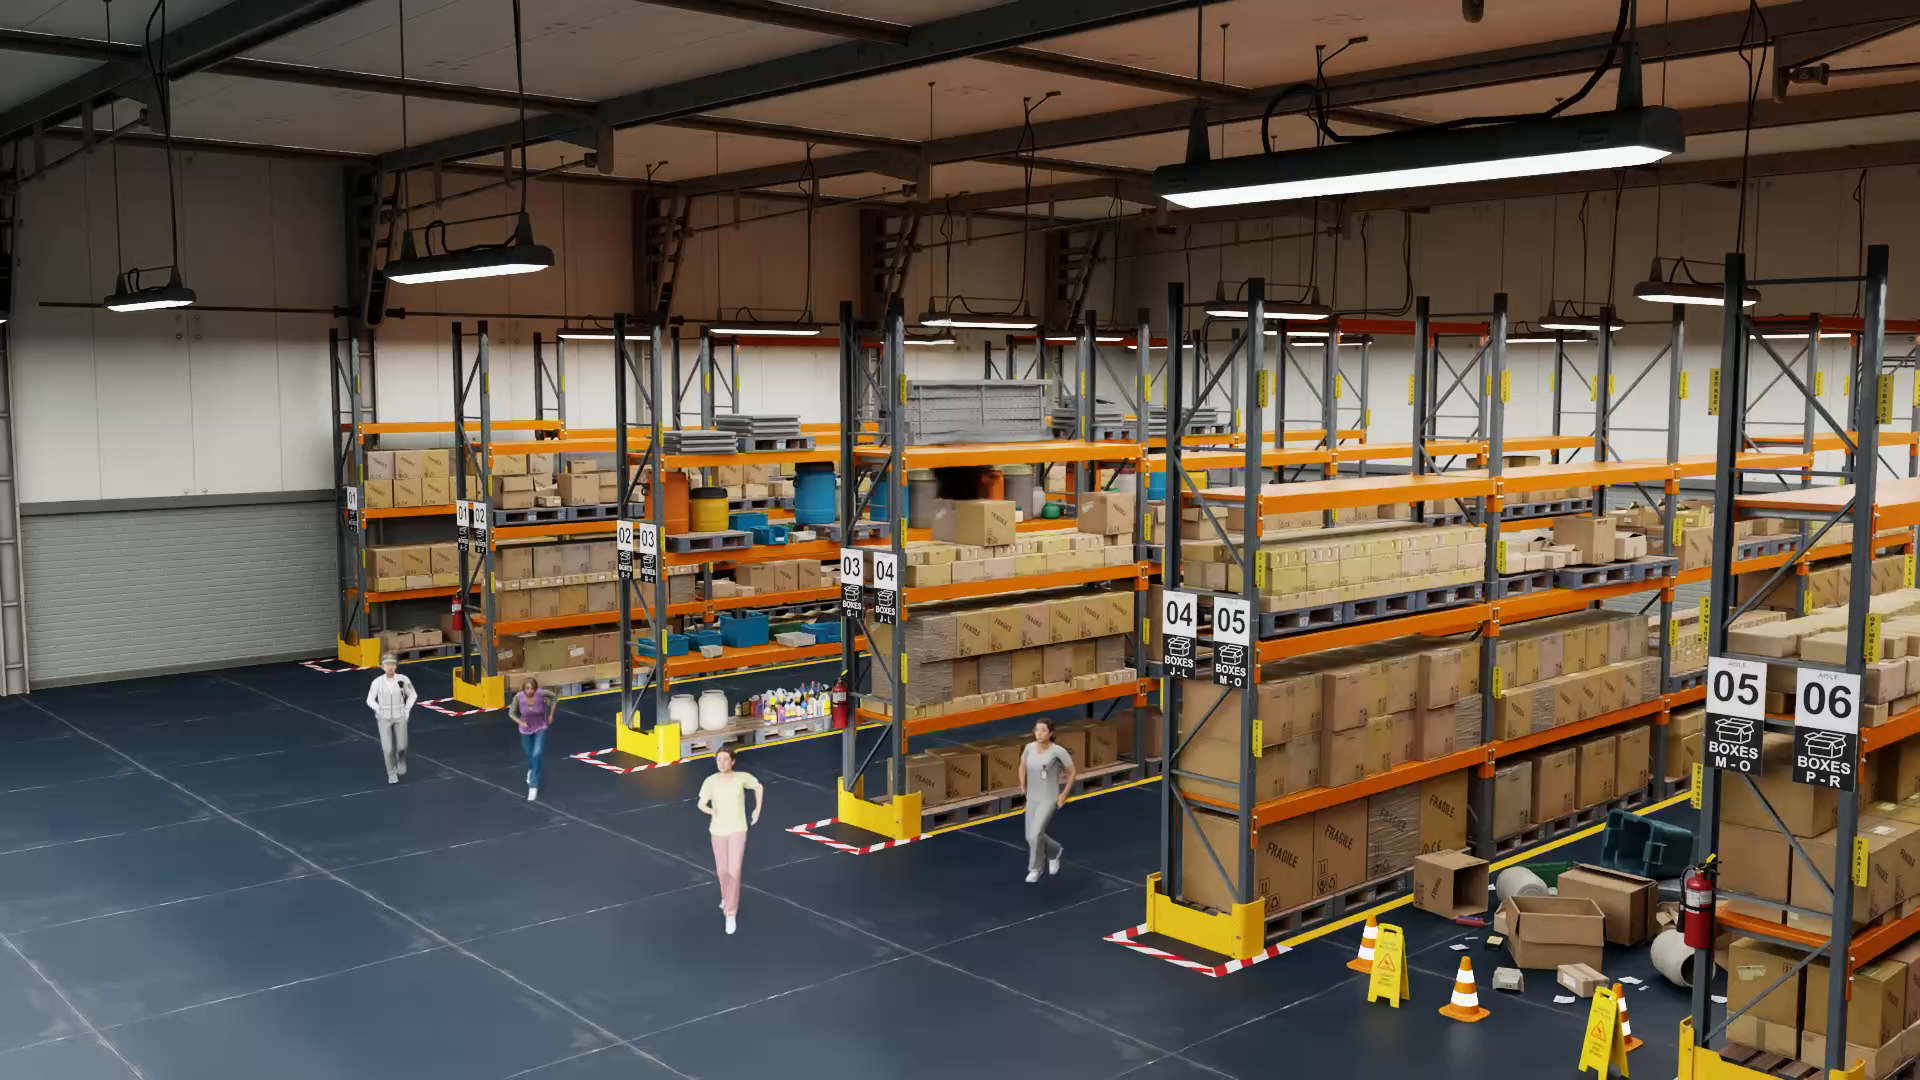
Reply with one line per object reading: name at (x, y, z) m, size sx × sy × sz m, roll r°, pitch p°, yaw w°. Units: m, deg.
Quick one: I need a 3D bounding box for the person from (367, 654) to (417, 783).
person at (-7.192, 2.260, 21.077) m, size 0.609 × 1.651 × 0.540 m, roll -2°, pitch 6°, yaw -19°

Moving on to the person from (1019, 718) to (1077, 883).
person at (0.825, 2.530, 16.281) m, size 0.600 × 1.612 × 0.694 m, roll 4°, pitch 7°, yaw 32°

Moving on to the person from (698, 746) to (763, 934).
person at (-2.188, 2.794, 15.764) m, size 0.577 × 1.694 × 0.795 m, roll 0°, pitch 6°, yaw 3°

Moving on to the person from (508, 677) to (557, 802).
person at (-5.284, 2.396, 20.595) m, size 0.579 × 1.546 × 0.911 m, roll -1°, pitch 6°, yaw -14°
